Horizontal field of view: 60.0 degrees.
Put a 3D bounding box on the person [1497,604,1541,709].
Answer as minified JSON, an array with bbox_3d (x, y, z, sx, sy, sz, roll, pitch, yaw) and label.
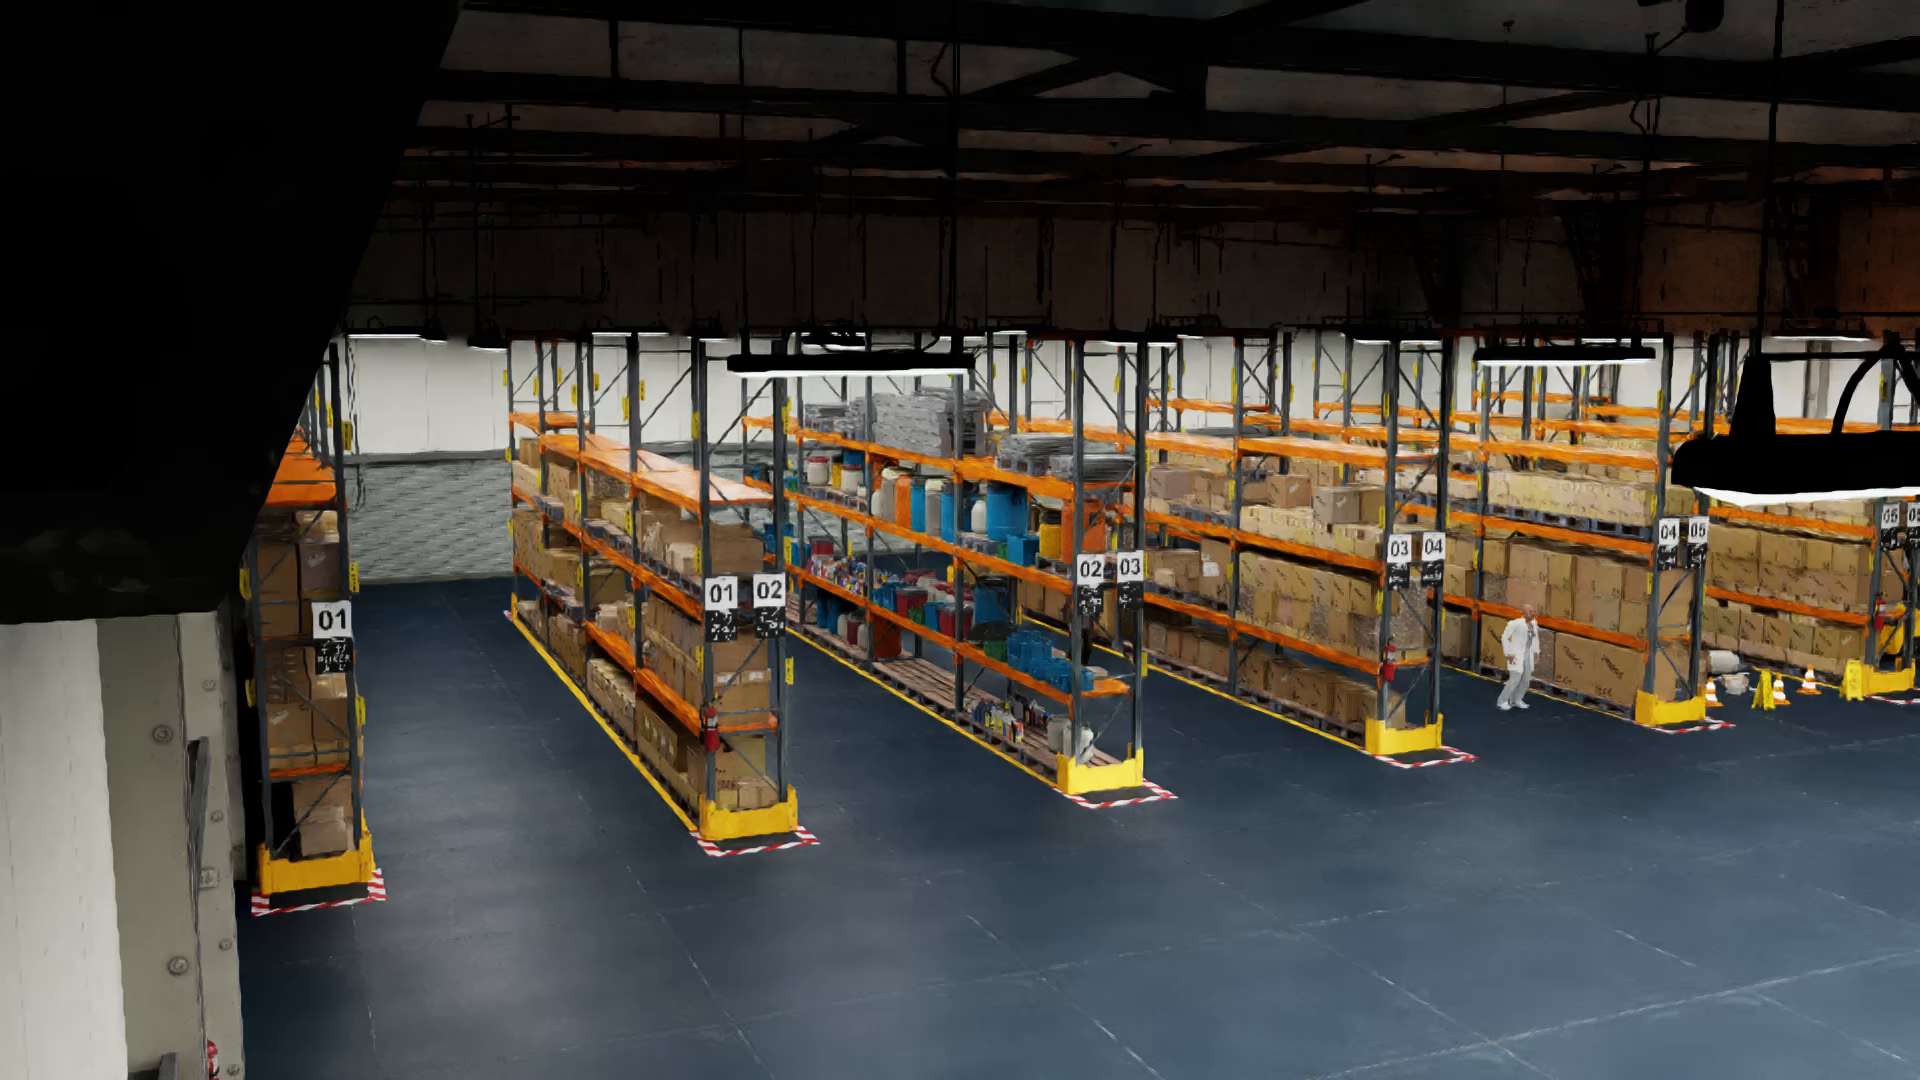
[{"bbox_3d":[8.963,1.860,26.661,0.729,1.733,0.546,-4,9,-25],"label":"person"}]

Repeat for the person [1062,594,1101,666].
[{"bbox_3d":[2.131,1.499,29.311,0.729,1.733,0.546,-4,9,-24],"label":"person"}]
